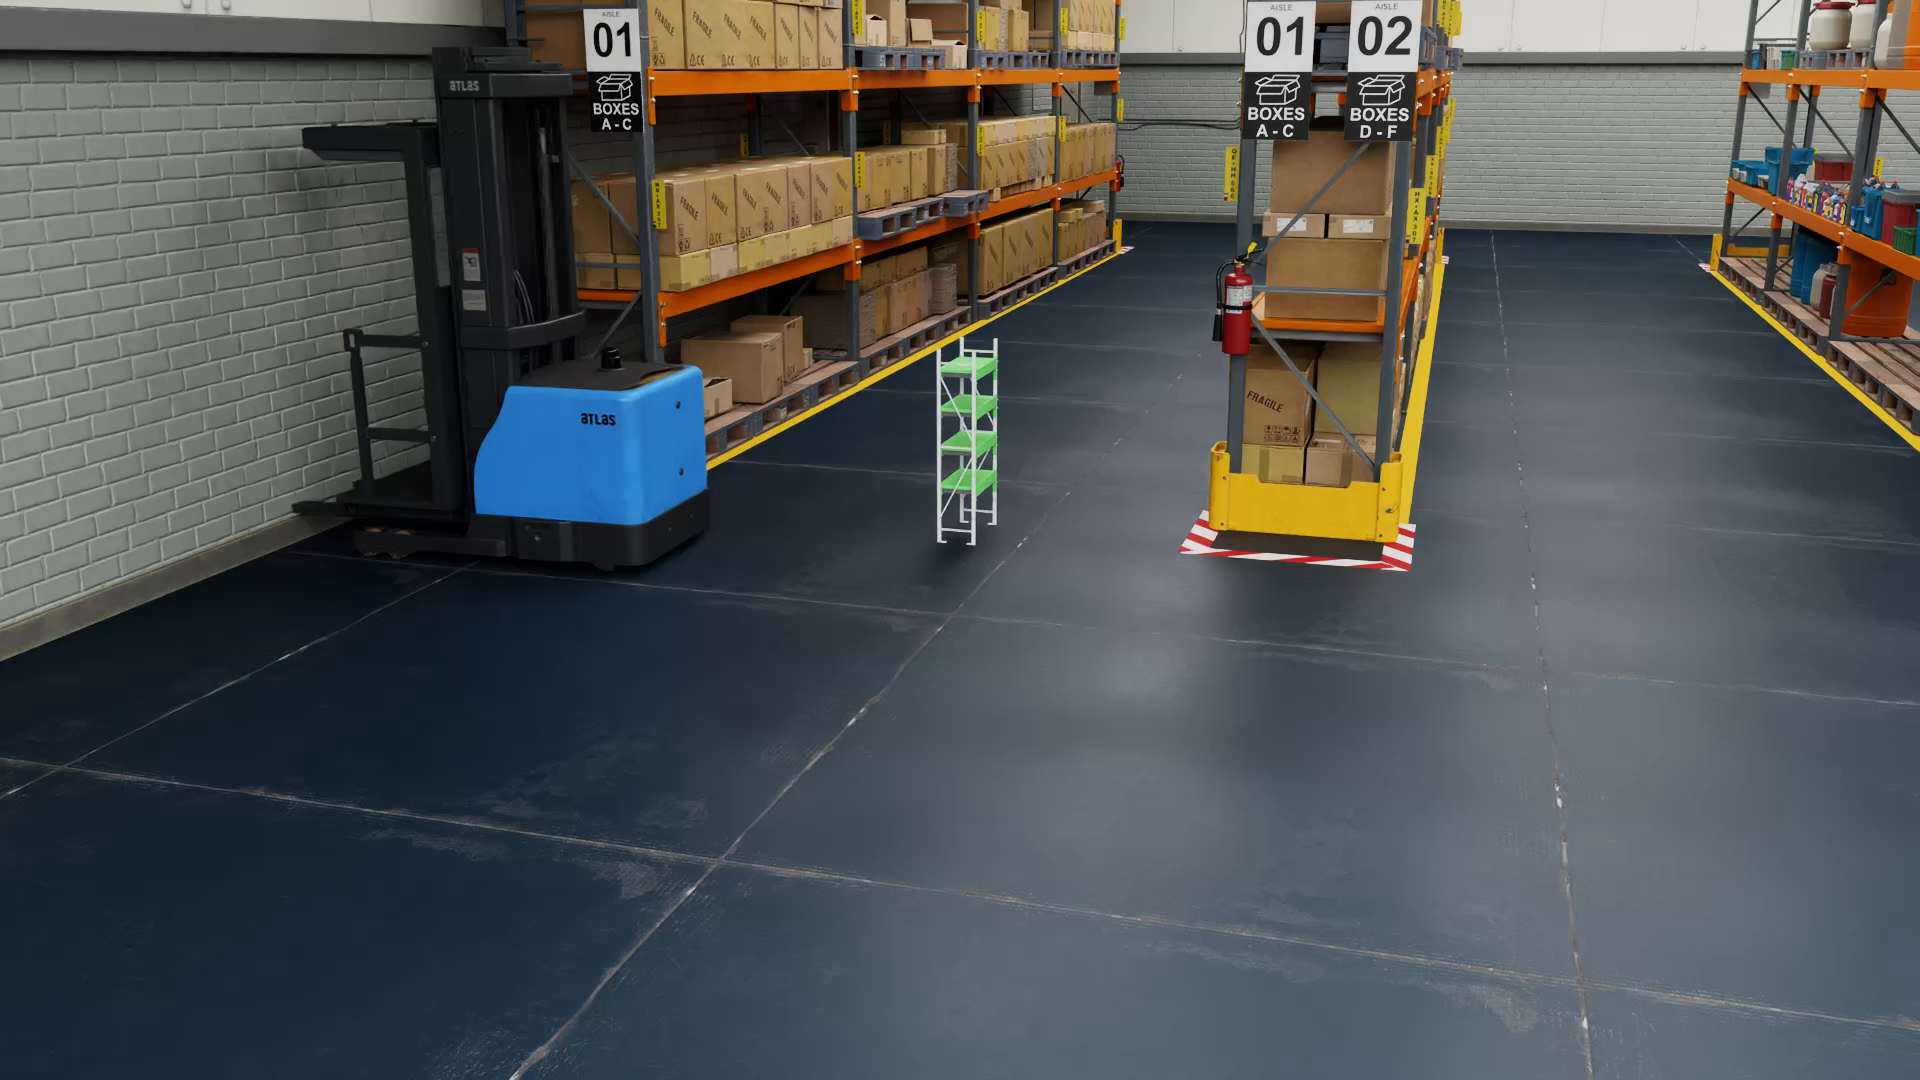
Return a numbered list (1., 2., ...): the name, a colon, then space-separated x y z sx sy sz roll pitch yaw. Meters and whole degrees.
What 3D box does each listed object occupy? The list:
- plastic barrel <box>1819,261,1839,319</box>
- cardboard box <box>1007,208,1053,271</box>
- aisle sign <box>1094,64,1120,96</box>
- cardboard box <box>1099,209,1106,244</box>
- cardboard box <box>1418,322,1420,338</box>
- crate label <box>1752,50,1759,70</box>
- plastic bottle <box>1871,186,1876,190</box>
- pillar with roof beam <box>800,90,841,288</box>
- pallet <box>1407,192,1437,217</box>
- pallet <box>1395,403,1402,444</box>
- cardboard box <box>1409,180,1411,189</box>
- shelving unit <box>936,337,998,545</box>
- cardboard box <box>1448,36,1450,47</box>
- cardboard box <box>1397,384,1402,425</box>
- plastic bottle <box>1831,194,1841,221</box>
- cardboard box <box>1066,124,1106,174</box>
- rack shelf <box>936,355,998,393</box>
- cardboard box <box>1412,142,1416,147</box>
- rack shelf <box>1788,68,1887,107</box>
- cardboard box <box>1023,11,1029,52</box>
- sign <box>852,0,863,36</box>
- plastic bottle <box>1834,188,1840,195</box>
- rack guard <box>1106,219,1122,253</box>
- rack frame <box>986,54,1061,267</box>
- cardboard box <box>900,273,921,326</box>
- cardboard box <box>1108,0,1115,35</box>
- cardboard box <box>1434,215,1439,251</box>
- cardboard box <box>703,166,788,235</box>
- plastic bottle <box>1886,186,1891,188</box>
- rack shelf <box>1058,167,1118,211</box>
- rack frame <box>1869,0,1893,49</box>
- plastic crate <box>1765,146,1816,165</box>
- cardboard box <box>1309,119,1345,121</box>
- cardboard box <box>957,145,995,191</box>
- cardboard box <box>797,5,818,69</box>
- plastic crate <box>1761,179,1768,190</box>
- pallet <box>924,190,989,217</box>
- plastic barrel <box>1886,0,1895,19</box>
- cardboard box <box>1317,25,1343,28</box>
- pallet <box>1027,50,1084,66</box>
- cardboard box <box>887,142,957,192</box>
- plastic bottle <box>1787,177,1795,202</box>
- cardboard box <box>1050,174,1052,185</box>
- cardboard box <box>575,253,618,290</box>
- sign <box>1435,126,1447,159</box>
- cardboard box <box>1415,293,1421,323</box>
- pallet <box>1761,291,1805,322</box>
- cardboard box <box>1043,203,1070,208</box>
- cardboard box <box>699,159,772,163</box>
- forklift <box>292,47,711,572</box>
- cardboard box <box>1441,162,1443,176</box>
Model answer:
1. plastic barrel: 9.651 -2.694 17.980 0.600 0.588 0.708 5 16 16
2. cardboard box: 0.786 -4.030 22.210 0.750 0.750 0.750 5 17 17
3. aisle sign: 2.291 -7.335 25.928 0.394 0.787 0.004 5 16 16
4. cardboard box: 1.880 -4.897 25.909 0.700 0.500 0.500 5 16 16
5. cardboard box: 4.401 -2.200 16.858 0.500 0.250 0.500 4 16 15
6. crate label: 10.909 -6.476 22.438 0.408 0.251 0.502 5 16 16
7. plastic bottle: 10.066 -3.765 18.343 0.097 0.271 0.097 0 16 0
8. pillar with roof beam: 2.638 -6.275 15.961 9.100 9.000 0.400 5 16 16
9. pallet: 4.585 -3.703 18.239 1.213 0.211 1.003 5 16 16
10. pallet: 3.057 -1.020 13.537 1.003 0.211 1.213 5 16 16
11. cardboard box: 3.451 -2.838 13.467 0.380 0.149 0.250 5 16 16
12. shelving unit: 0.047 -0.621 10.318 0.258 1.200 0.503 5 16 16
13. cardboard box: 5.973 -6.378 21.181 0.500 0.250 0.500 5 16 16
14. cardboard box: 3.121 -1.045 12.786 0.500 0.250 0.500 5 16 16
15. plastic bottle: 9.085 -3.444 17.212 0.097 0.271 0.097 0 16 0
16. cardboard box: 1.651 -5.907 25.110 0.980 0.700 0.700 4 16 15
17. rack shelf: 0.047 -1.021 10.205 0.258 0.148 0.480 5 16 16
18. cardboard box: 4.974 -4.261 18.900 0.700 0.500 0.500 8 18 26
19. rack shelf: 9.776 -4.848 17.744 1.077 0.370 4.000 5 16 16
20. cardboard box: 0.491 -6.523 21.344 0.700 0.500 0.500 4 16 13
21. sign: -0.905 -4.601 14.609 0.100 0.325 0.005 5 16 16
22. plastic bottle: 9.429 -3.646 17.902 0.061 0.283 0.133 5 16 16
23. rack guard: 1.990 -4.892 26.662 1.175 0.500 0.348 5 16 16
24. rack frame: 0.846 -5.042 22.609 1.000 3.000 0.127 5 16 16
25. cardboard box: -0.817 -2.554 17.613 0.700 0.500 0.500 5 16 16
26. cardboard box: 2.036 -7.858 24.986 0.500 0.500 0.500 5 16 16
27. cardboard box: 6.815 -4.553 24.660 0.500 0.500 0.500 5 16 16
28. cardboard box: -1.702 -2.702 13.221 0.500 0.500 0.500 5 17 18
29. plastic bottle: 10.191 -3.763 18.325 0.152 0.276 0.135 5 16 16
30. rack shelf: 1.414 -5.219 24.552 1.077 0.370 4.000 5 16 16
31. rack frame: 9.208 -6.113 15.392 1.000 3.000 0.127 5 16 16
32. plastic crate: 11.565 -5.264 23.217 0.616 0.435 0.499 5 16 16
33. cardboard box: 2.918 -2.858 12.349 0.700 0.500 0.500 5 16 16
34. cardboard box: 0.093 -4.304 19.240 0.500 0.500 0.500 5 17 18
35. cardboard box: -1.490 -4.167 13.808 0.500 0.500 0.500 3 16 11
36. plastic crate: 10.405 -4.484 21.035 0.437 0.125 0.590 5 16 16
37. pallet: -0.391 -3.709 18.259 1.213 0.211 1.003 5 16 16
38. plastic barrel: 9.372 -5.227 16.208 0.600 0.830 0.708 5 16 16
39. cardboard box: 2.261 -3.481 10.858 0.500 0.250 0.500 5 16 16
40. pallet: 1.089 -6.656 22.963 1.003 0.211 1.213 5 16 16
41. cardboard box: -0.415 -4.132 18.409 0.700 0.500 0.500 3 16 9
42. plastic bottle: 9.793 -4.120 19.571 0.061 0.283 0.133 5 16 16
43. cardboard box: 1.021 -4.820 22.251 0.380 0.149 0.250 5 17 16
44. cardboard box: -2.617 -1.977 12.042 0.500 0.250 0.500 5 17 17
45. sign: 4.993 -4.127 17.262 0.100 0.325 0.005 5 16 16
46. cardboard box: 4.115 -2.206 15.852 0.500 0.311 0.500 5 17 17
47. pallet: 10.085 -2.734 19.580 1.003 0.211 1.213 5 16 16
48. cardboard box: 1.437 -4.993 25.058 0.380 0.149 0.250 5 17 17
49. cardboard box: -1.912 -3.006 14.293 0.500 0.500 0.500 5 16 16
50. forklift: -3.133 -1.432 10.007 3.031 2.935 1.130 4 16 15
51. cardboard box: 6.145 -4.953 22.113 0.500 0.500 0.500 5 17 17
